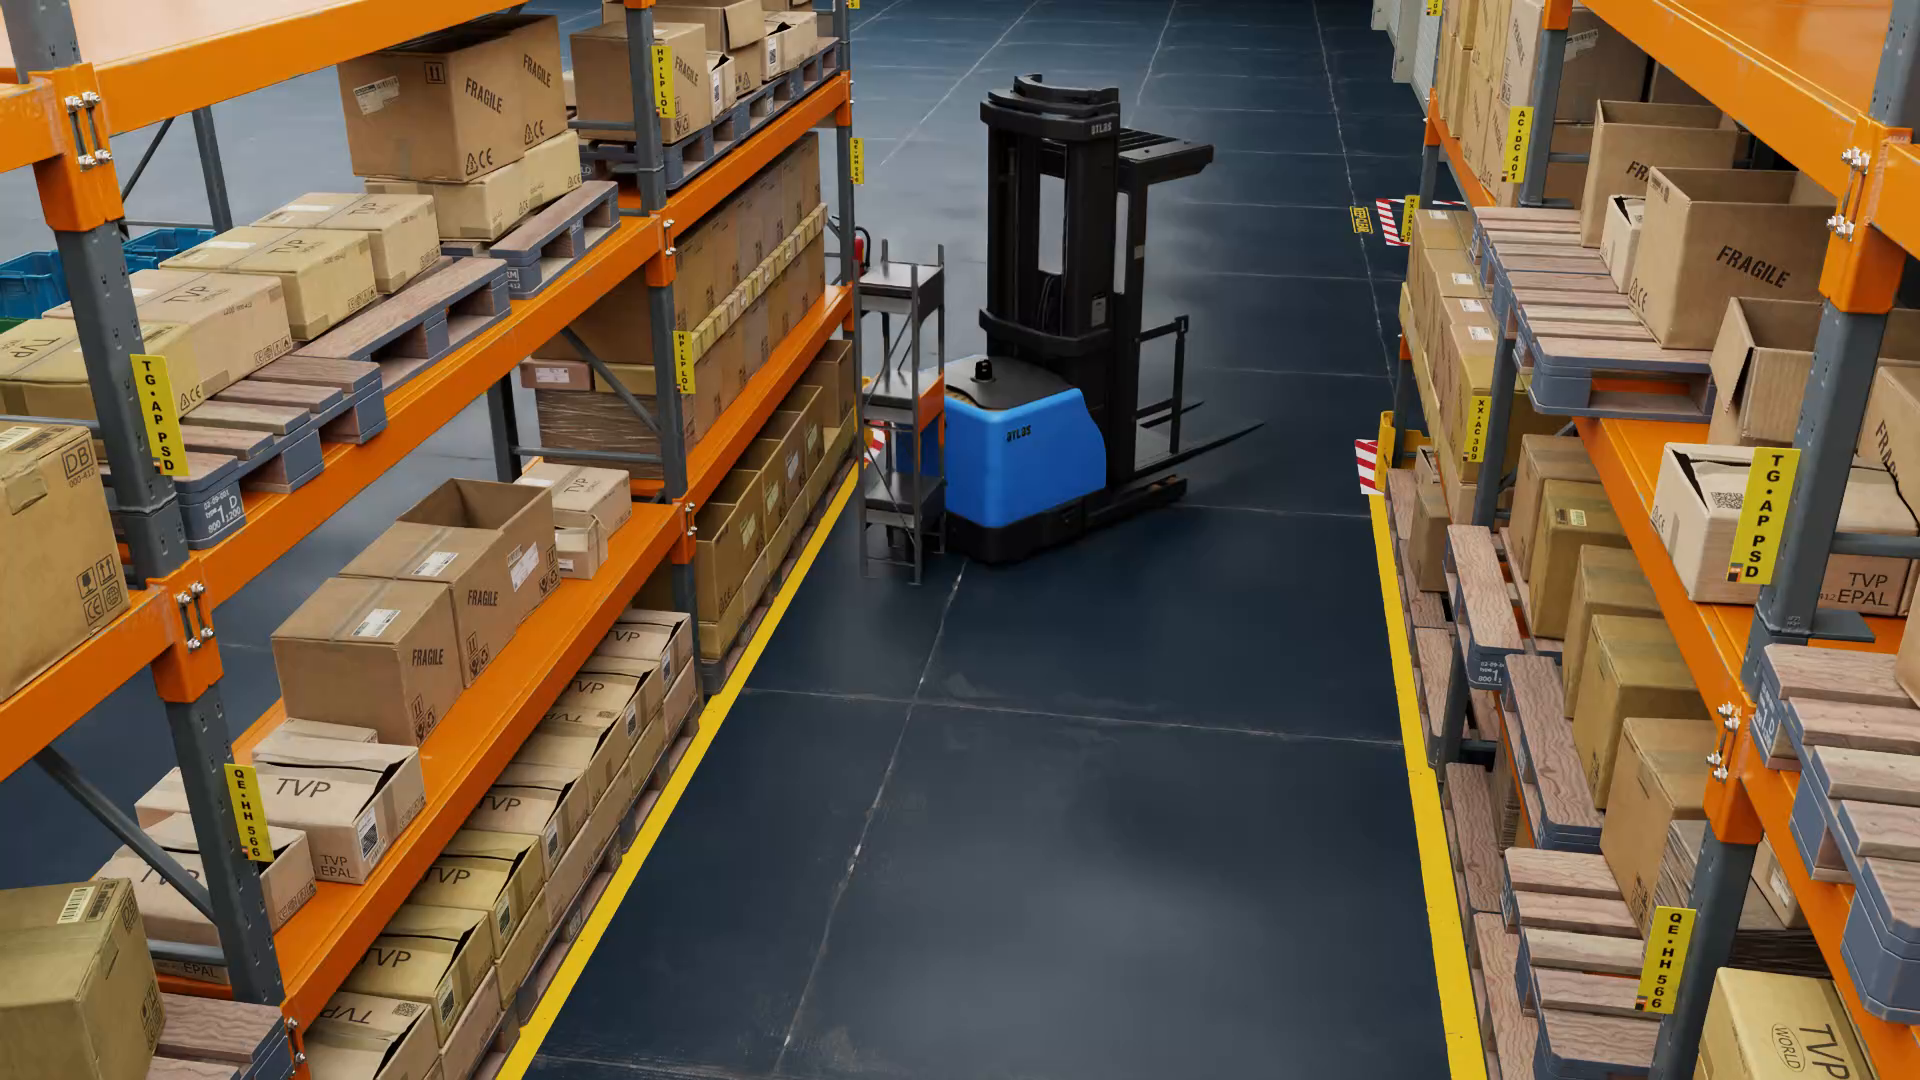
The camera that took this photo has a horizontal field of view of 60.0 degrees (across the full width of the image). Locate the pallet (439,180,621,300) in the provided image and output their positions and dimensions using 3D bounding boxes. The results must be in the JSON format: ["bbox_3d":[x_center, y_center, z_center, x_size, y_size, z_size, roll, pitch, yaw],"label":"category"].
[{"bbox_3d":[-2.054,-1.336,7.254,0.805,0.209,1.217,3,25,6],"label":"pallet"}]

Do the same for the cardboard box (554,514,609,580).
[{"bbox_3d":[-1.885,0.007,7.855,0.396,0.266,0.258,3,25,7],"label":"cardboard box"}]

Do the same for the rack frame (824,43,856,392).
[{"bbox_3d":[-1.269,-2.107,12.214,1.000,3.000,0.127,4,25,9],"label":"rack frame"}]

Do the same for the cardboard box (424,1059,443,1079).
[{"bbox_3d":[-2.201,2.095,5.984,0.500,0.250,0.500,4,25,8],"label":"cardboard box"}]

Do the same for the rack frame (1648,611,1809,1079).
[{"bbox_3d":[2.311,1.580,4.336,1.000,3.000,0.127,4,25,9],"label":"rack frame"}]

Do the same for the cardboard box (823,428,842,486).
[{"bbox_3d":[-1.135,-0.597,11.736,0.500,0.250,0.500,4,25,9],"label":"cardboard box"}]

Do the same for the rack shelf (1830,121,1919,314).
[{"bbox_3d":[1.985,0.207,1.514,1.077,0.370,4.000,4,25,9],"label":"rack shelf"}]

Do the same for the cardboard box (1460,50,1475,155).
[{"bbox_3d":[3.047,-2.391,9.140,0.500,0.500,0.500,6,26,12],"label":"cardboard box"}]

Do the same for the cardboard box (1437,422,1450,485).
[{"bbox_3d":[2.833,-0.461,8.849,0.500,0.250,0.500,4,25,9],"label":"cardboard box"}]

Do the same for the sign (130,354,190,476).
[{"bbox_3d":[-2.041,-0.316,4.238,0.100,0.325,0.005,4,25,9],"label":"sign"}]

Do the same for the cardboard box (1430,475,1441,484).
[{"bbox_3d":[3.324,-0.226,10.846,0.500,0.311,0.500,6,26,13],"label":"cardboard box"}]

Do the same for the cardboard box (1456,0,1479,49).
[{"bbox_3d":[3.112,-3.066,9.402,0.500,0.500,0.500,5,25,10],"label":"cardboard box"}]

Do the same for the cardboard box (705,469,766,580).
[{"bbox_3d":[-1.464,-0.101,9.791,0.500,0.500,0.500,4,25,9],"label":"cardboard box"}]

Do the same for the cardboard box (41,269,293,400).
[{"bbox_3d":[-2.490,-0.656,5.257,0.500,0.250,0.500,5,25,10],"label":"cardboard box"}]

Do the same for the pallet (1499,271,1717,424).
[{"bbox_3d":[2.593,-0.681,5.851,1.213,0.211,1.003,4,25,9],"label":"pallet"}]

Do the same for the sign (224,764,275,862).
[{"bbox_3d":[-2.039,0.784,4.765,0.100,0.325,0.005,4,25,9],"label":"sign"}]

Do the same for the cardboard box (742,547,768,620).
[{"bbox_3d":[-1.461,0.239,9.949,0.500,0.250,0.500,4,25,9],"label":"cardboard box"}]

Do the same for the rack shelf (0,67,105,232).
[{"bbox_3d":[-2.903,-0.135,2.244,1.077,0.370,4.000,4,25,9],"label":"rack shelf"}]

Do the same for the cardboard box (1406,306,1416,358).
[{"bbox_3d":[3.155,-1.307,10.656,0.500,0.250,0.500,3,25,7],"label":"cardboard box"}]

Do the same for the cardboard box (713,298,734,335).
[{"bbox_3d":[-1.522,-1.300,9.605,0.380,0.149,0.250,3,25,7],"label":"cardboard box"}]

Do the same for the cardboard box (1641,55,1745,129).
[{"bbox_3d":[3.327,-2.144,7.432,0.500,0.500,0.500,5,25,10],"label":"cardboard box"}]

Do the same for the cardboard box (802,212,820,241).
[{"bbox_3d":[-1.185,-2.164,11.451,0.380,0.149,0.250,5,25,10],"label":"cardboard box"}]

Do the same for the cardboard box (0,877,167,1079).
[{"bbox_3d":[-2.568,1.274,4.376,0.700,0.500,0.500,-4,25,-9],"label":"cardboard box"}]

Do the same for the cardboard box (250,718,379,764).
[{"bbox_3d":[-2.423,0.815,6.267,0.380,0.149,0.250,6,26,12],"label":"cardboard box"}]

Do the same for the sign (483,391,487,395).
[{"bbox_3d":[-2.470,-0.900,8.520,0.100,0.325,0.005,4,25,9],"label":"sign"}]

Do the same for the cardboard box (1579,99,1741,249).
[{"bbox_3d":[2.797,-1.464,6.687,0.500,0.500,0.500,8,26,16],"label":"cardboard box"}]

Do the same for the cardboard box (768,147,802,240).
[{"bbox_3d":[-1.447,-2.303,10.984,0.700,0.500,0.500,3,25,7],"label":"cardboard box"}]

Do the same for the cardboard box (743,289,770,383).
[{"bbox_3d":[-1.608,-1.311,10.394,0.700,0.500,0.500,5,26,10],"label":"cardboard box"}]

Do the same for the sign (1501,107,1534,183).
[{"bbox_3d":[2.429,-1.720,7.238,0.100,0.325,0.005,4,25,9],"label":"sign"}]

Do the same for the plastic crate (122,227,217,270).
[{"bbox_3d":[-5.942,-2.155,12.490,0.499,0.251,0.616,4,25,9],"label":"plastic crate"}]

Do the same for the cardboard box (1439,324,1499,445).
[{"bbox_3d":[2.813,-0.802,8.693,0.500,0.500,0.500,4,25,8],"label":"cardboard box"}]

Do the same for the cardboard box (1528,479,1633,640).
[{"bbox_3d":[2.750,0.106,6.847,0.700,0.500,0.500,7,26,14],"label":"cardboard box"}]

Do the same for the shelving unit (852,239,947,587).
[{"bbox_3d":[-0.367,-0.780,10.440,0.431,2.100,0.503,8,26,16],"label":"shelving unit"}]

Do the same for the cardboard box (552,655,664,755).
[{"bbox_3d":[-1.785,0.774,8.145,0.500,0.311,0.500,5,25,10],"label":"cardboard box"}]

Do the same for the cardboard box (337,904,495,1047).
[{"bbox_3d":[-2.123,1.621,6.336,0.500,0.311,0.500,3,25,7],"label":"cardboard box"}]

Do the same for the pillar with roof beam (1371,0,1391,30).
[{"bbox_3d":[4.033,-14.466,31.540,9.100,9.000,0.400,4,25,9],"label":"pillar with roof beam"}]

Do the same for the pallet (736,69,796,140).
[{"bbox_3d":[-1.607,-2.620,9.875,1.003,0.211,1.213,4,25,9],"label":"pallet"}]

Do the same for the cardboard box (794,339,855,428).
[{"bbox_3d":[-1.063,-1.147,12.025,0.500,0.500,0.500,4,25,9],"label":"cardboard box"}]

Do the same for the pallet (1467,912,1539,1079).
[{"bbox_3d":[2.642,2.008,6.712,1.003,0.211,1.213,4,25,9],"label":"pallet"}]

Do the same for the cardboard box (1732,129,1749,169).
[{"bbox_3d":[3.294,-1.693,7.649,0.500,0.500,0.500,5,26,10],"label":"cardboard box"}]

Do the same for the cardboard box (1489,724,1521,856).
[{"bbox_3d":[2.861,1.149,7.686,0.700,0.500,0.500,5,26,10],"label":"cardboard box"}]

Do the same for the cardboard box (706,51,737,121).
[{"bbox_3d":[-1.492,-2.424,8.797,0.500,0.311,0.500,3,25,6],"label":"cardboard box"}]

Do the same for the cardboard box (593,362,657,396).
[{"bbox_3d":[-1.688,-0.872,8.692,0.380,0.149,0.250,4,25,8],"label":"cardboard box"}]

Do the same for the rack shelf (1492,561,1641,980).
[{"bbox_3d":[2.638,1.070,6.275,1.077,0.370,4.000,4,25,9],"label":"rack shelf"}]

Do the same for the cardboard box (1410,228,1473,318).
[{"bbox_3d":[3.154,-1.662,10.530,0.500,0.500,0.500,4,25,9],"label":"cardboard box"}]

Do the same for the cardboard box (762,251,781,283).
[{"bbox_3d":[-1.353,-1.732,10.528,0.380,0.149,0.250,5,25,10],"label":"cardboard box"}]

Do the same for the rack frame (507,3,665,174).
[{"bbox_3d":[-1.923,-3.151,7.368,1.000,3.000,0.127,4,25,9],"label":"rack frame"}]

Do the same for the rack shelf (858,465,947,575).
[{"bbox_3d":[-0.367,-0.134,10.742,0.431,0.518,0.480,8,26,16],"label":"rack shelf"}]

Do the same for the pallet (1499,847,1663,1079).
[{"bbox_3d":[2.323,1.362,5.029,1.213,0.211,1.003,4,25,9],"label":"pallet"}]

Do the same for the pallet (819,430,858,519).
[{"bbox_3d":[-1.352,-0.522,12.115,1.003,0.211,1.213,4,25,9],"label":"pallet"}]

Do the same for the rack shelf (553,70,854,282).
[{"bbox_3d":[-1.596,-2.304,9.943,1.077,0.370,4.000,4,25,9],"label":"rack shelf"}]

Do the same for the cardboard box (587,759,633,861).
[{"bbox_3d":[-1.872,1.240,7.811,0.500,0.250,0.500,5,25,10],"label":"cardboard box"}]

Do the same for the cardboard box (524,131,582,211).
[{"bbox_3d":[-2.033,-1.658,7.397,0.500,0.250,0.500,7,26,14],"label":"cardboard box"}]

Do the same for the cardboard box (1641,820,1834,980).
[{"bbox_3d":[2.378,1.138,4.643,0.700,0.500,0.500,1,25,2],"label":"cardboard box"}]

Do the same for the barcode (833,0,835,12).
[{"bbox_3d":[-0.842,-3.569,11.114,0.001,0.075,0.075,4,25,9],"label":"barcode"}]

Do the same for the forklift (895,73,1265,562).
[{"bbox_3d":[0.980,-1.697,11.417,3.031,2.935,1.130,-21,32,-38],"label":"forklift"}]

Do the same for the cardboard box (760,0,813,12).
[{"bbox_3d":[-1.367,-3.526,10.924,0.797,0.503,0.637,6,26,12],"label":"cardboard box"}]

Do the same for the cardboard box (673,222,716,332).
[{"bbox_3d":[-1.775,-1.465,9.193,0.700,0.500,0.500,4,25,8],"label":"cardboard box"}]
